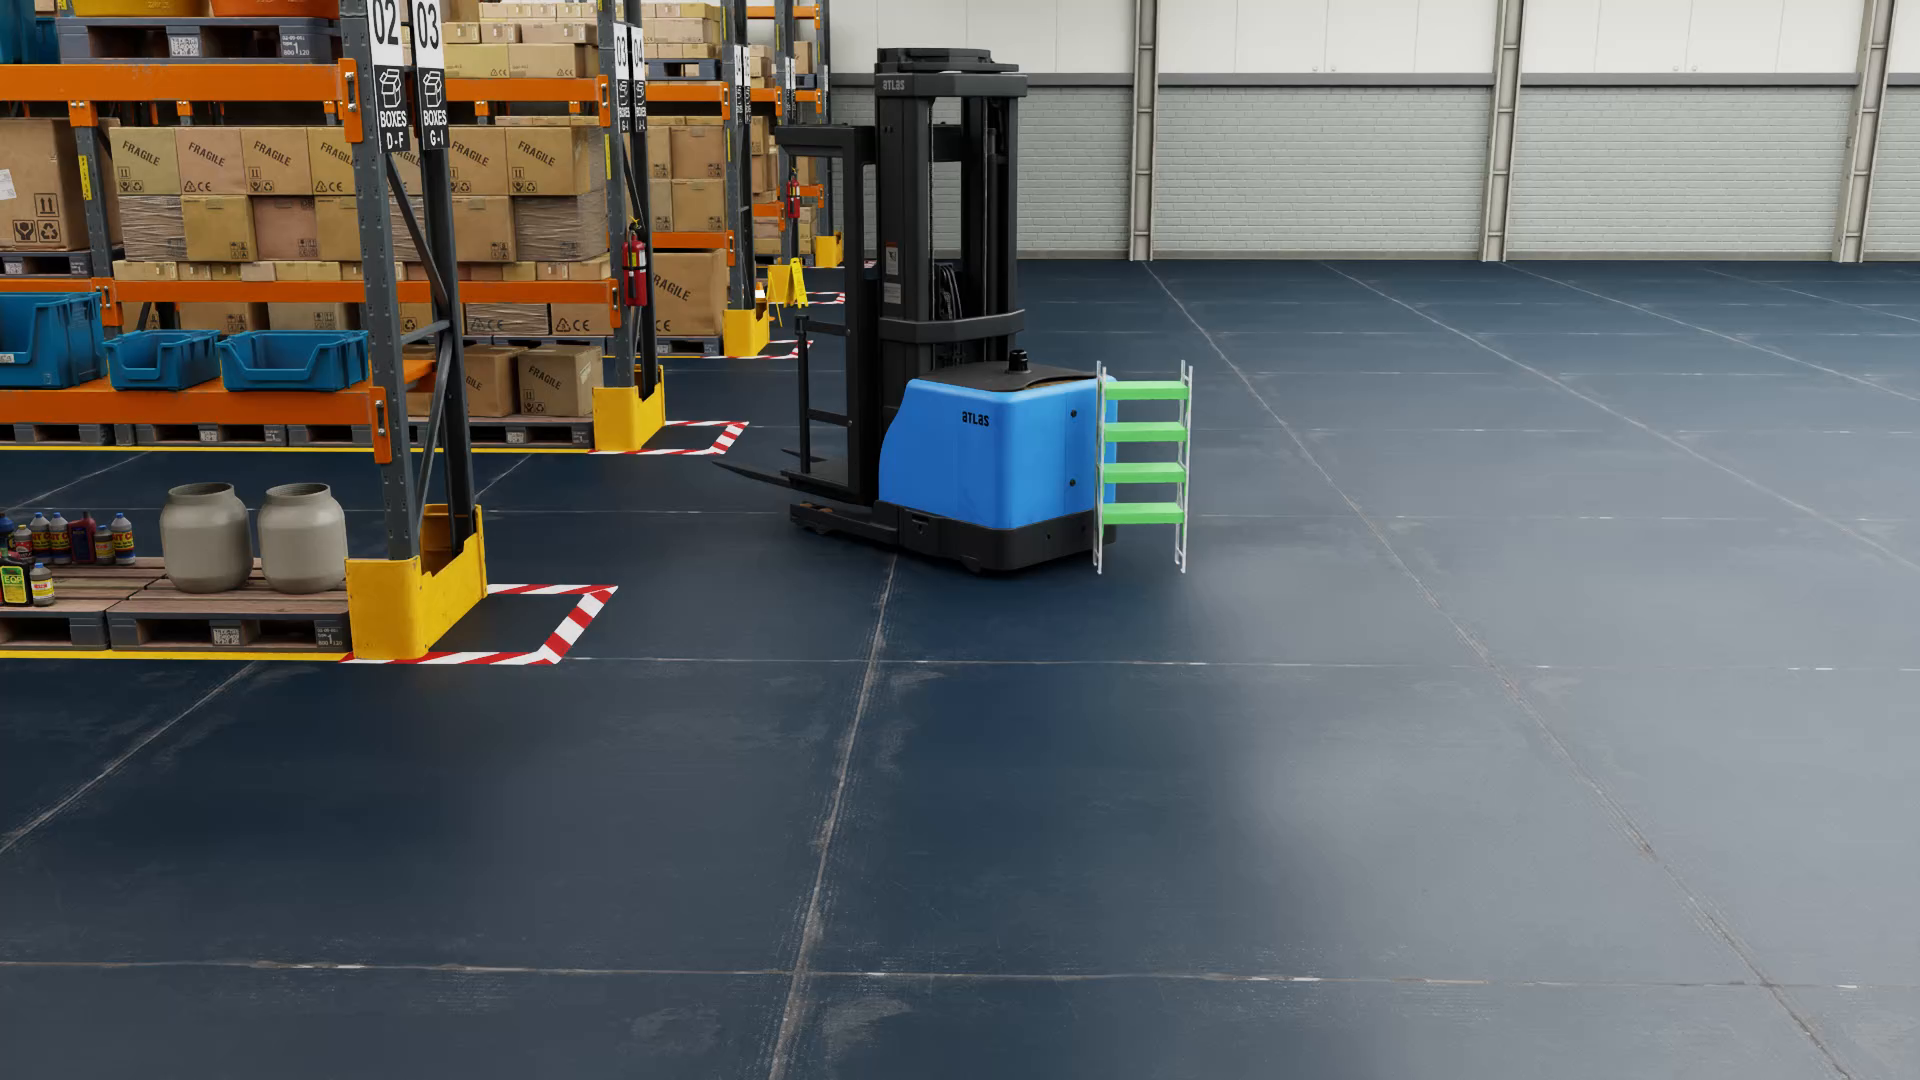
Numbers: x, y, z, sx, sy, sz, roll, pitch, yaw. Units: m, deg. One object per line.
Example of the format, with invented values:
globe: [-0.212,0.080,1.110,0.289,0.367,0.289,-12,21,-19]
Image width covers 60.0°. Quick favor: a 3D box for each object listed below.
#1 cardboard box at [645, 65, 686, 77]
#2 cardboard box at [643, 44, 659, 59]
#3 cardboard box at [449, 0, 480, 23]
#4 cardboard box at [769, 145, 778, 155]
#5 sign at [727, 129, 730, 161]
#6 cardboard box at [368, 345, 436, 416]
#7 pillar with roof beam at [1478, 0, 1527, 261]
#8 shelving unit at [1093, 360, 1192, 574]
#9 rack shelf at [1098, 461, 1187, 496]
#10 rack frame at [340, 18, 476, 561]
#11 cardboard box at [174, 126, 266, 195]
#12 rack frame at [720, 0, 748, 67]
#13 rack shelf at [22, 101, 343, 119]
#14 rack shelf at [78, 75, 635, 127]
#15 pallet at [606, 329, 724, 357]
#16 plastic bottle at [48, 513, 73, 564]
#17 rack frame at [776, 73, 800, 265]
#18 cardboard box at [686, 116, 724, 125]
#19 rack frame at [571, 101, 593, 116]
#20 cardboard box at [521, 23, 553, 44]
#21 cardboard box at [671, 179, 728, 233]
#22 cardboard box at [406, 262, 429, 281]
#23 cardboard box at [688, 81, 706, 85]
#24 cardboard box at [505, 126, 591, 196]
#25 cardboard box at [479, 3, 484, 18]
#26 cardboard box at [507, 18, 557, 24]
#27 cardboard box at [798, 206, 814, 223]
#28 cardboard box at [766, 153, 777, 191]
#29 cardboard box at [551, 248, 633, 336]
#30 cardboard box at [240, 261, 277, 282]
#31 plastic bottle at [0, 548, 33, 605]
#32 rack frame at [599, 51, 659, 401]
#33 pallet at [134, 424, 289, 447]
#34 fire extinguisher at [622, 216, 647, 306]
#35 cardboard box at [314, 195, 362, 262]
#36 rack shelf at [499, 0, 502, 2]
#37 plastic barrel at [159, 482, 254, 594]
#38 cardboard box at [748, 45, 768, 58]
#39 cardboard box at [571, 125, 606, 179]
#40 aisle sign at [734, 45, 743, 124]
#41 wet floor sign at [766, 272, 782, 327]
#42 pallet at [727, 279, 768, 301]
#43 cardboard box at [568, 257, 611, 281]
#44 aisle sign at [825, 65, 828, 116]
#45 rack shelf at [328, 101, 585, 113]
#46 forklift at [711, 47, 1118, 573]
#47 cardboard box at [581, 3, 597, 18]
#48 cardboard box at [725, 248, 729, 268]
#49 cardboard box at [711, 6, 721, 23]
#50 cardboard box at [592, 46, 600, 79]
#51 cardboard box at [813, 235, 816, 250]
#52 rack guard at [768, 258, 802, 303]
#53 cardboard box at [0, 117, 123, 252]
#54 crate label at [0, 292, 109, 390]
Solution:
cardboard box: [-3.880,-6.278,22.085,0.500,0.250,0.500,1,15,3]
cardboard box: [-3.215,-5.052,17.202,0.250,0.149,0.380,1,15,2]
cardboard box: [-4.070,-4.251,12.934,0.500,0.500,0.500,0,15,1]
cardboard box: [-3.084,-6.386,27.196,0.250,0.149,0.380,1,15,2]
sign: [-2.393,-4.089,17.223,0.005,0.325,0.100,0,15,1]
cardboard box: [-4.440,-1.295,13.446,0.500,0.500,0.500,2,15,7]
pillar with roof beam: [8.997,-8.041,23.176,0.400,9.000,9.100,0,15,1]
shelving unit: [1.044,-0.417,9.570,0.503,1.200,0.258,-1,15,-3]
rack shelf: [1.044,-0.356,9.587,0.480,0.148,0.258,-1,15,-3]
rack frame: [-2.719,-1.025,8.346,0.127,3.000,1.000,0,15,1]
cardboard box: [-5.648,-2.919,12.786,0.500,0.500,0.500,0,15,1]
rack frame: [-2.365,-6.453,17.160,0.127,3.000,1.000,0,15,1]
rack shelf: [-8.363,-4.694,17.782,4.000,0.370,1.077,0,15,1]
rack shelf: [-4.592,-3.404,12.892,4.000,0.370,1.077,0,15,1]
pallet: [-3.166,-2.189,18.225,1.213,0.211,1.003,0,15,1]
plastic bottle: [-4.866,-0.012,8.992,0.097,0.271,0.097,0,15,0]
rack frame: [-2.340,-4.816,22.712,0.127,3.000,1.000,0,15,1]
cardboard box: [-3.362,-5.444,22.355,0.500,0.500,0.700,1,15,2]
rack frame: [-6.215,-6.107,27.609,0.127,3.000,1.000,0,15,1]
cardboard box: [-3.135,-3.813,12.544,0.250,0.149,0.380,0,15,0]
cardboard box: [-2.737,-3.616,17.871,0.550,0.550,0.875,0,15,1]
cardboard box: [-4.133,-2.120,12.988,0.250,0.149,0.380,0,15,1]
cardboard box: [-3.469,-6.098,22.185,0.250,0.149,0.380,0,15,2]
cardboard box: [-3.149,-2.905,12.730,0.500,0.500,0.500,0,15,1]
cardboard box: [-4.989,-5.449,17.144,0.250,0.149,0.380,1,15,2]
cardboard box: [-4.367,-5.268,17.239,0.500,0.250,0.500,1,15,2]
cardboard box: [-2.685,-5.362,27.390,0.500,0.250,0.500,1,15,3]
cardboard box: [-2.806,-5.082,22.941,0.500,0.500,0.500,0,15,1]
cardboard box: [-3.924,-2.721,18.115,0.875,0.875,0.875,0,15,1]
cardboard box: [-5.385,-2.104,12.927,0.250,0.149,0.380,0,15,1]
plastic bottle: [-4.684,0.179,8.243,0.133,0.283,0.061,1,15,3]
rack frame: [-2.593,-2.288,13.133,0.127,3.000,1.000,0,15,1]
pallet: [-5.919,-0.971,13.605,1.213,0.211,1.003,0,15,1]
fire extinguisher: [-2.490,-2.133,12.695,0.183,0.674,0.296,0,15,1]
cardboard box: [-4.643,-2.484,13.097,0.500,0.500,0.875,0,15,1]
rack shelf: [-4.339,-7.380,22.089,4.000,0.370,1.077,0,15,1]
plastic barrel: [-3.880,-0.013,8.564,0.421,0.512,0.421,0,15,0]
cardboard box: [-2.685,-6.457,21.983,0.250,0.149,0.380,1,15,2]
cardboard box: [-3.843,-4.178,17.884,0.550,0.550,0.875,0,15,1]
aisle sign: [-2.302,-4.733,17.302,0.004,0.787,0.394,0,15,1]
wet floor sign: [-2.285,-2.919,20.139,0.232,0.644,0.267,-2,15,-8]
pallet: [-3.227,-3.482,23.124,1.213,0.211,1.003,0,15,1]
cardboard box: [-2.883,-2.116,12.973,0.250,0.149,0.380,0,15,1]
aisle sign: [-2.158,-7.263,26.893,0.004,0.787,0.394,0,15,1]
rack shelf: [-8.215,-7.223,27.368,4.000,0.370,1.077,0,15,1]
forklift: [-0.438,-1.532,10.403,1.130,2.935,3.031,-14,20,-42]
cardboard box: [-3.725,-5.441,17.113,0.250,0.149,0.380,0,15,2]
cardboard box: [-3.147,-3.990,22.682,0.500,0.500,0.500,0,15,2]
cardboard box: [-2.690,-5.602,17.722,0.250,0.149,0.380,1,15,2]
cardboard box: [-3.068,-3.735,13.032,0.500,0.250,0.500,1,15,3]
cardboard box: [-2.702,-5.008,28.009,0.500,0.250,0.500,0,15,2]
rack guard: [-2.415,-3.607,23.033,0.348,0.500,1.175,0,15,1]
cardboard box: [-7.382,-2.848,13.257,1.000,1.000,1.000,0,15,2]
crate label: [-4.566,-0.985,8.125,0.616,0.435,0.502,0,15,1]
